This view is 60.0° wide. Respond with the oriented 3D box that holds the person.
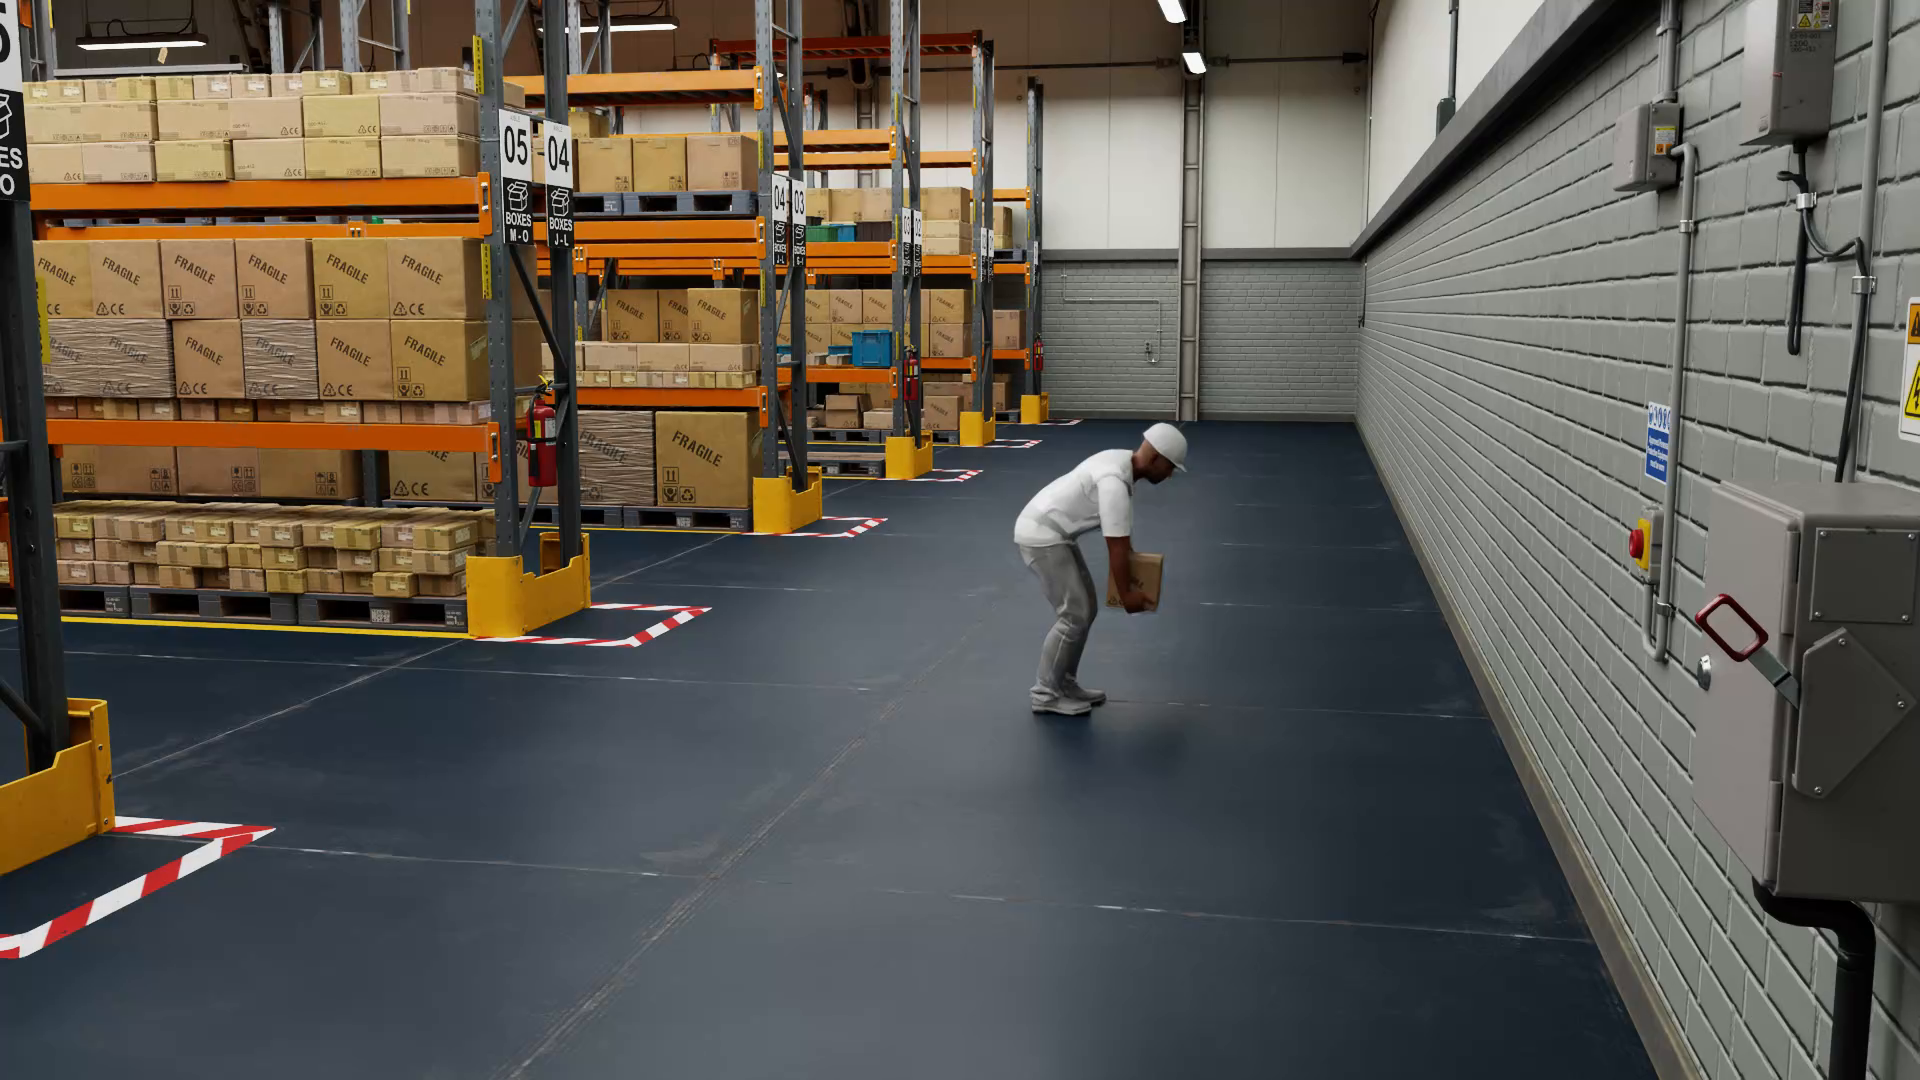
[{"bbox_3d":[0.704,0.134,8.386,0.857,1.454,0.488,1,8,10],"label":"person"}]
